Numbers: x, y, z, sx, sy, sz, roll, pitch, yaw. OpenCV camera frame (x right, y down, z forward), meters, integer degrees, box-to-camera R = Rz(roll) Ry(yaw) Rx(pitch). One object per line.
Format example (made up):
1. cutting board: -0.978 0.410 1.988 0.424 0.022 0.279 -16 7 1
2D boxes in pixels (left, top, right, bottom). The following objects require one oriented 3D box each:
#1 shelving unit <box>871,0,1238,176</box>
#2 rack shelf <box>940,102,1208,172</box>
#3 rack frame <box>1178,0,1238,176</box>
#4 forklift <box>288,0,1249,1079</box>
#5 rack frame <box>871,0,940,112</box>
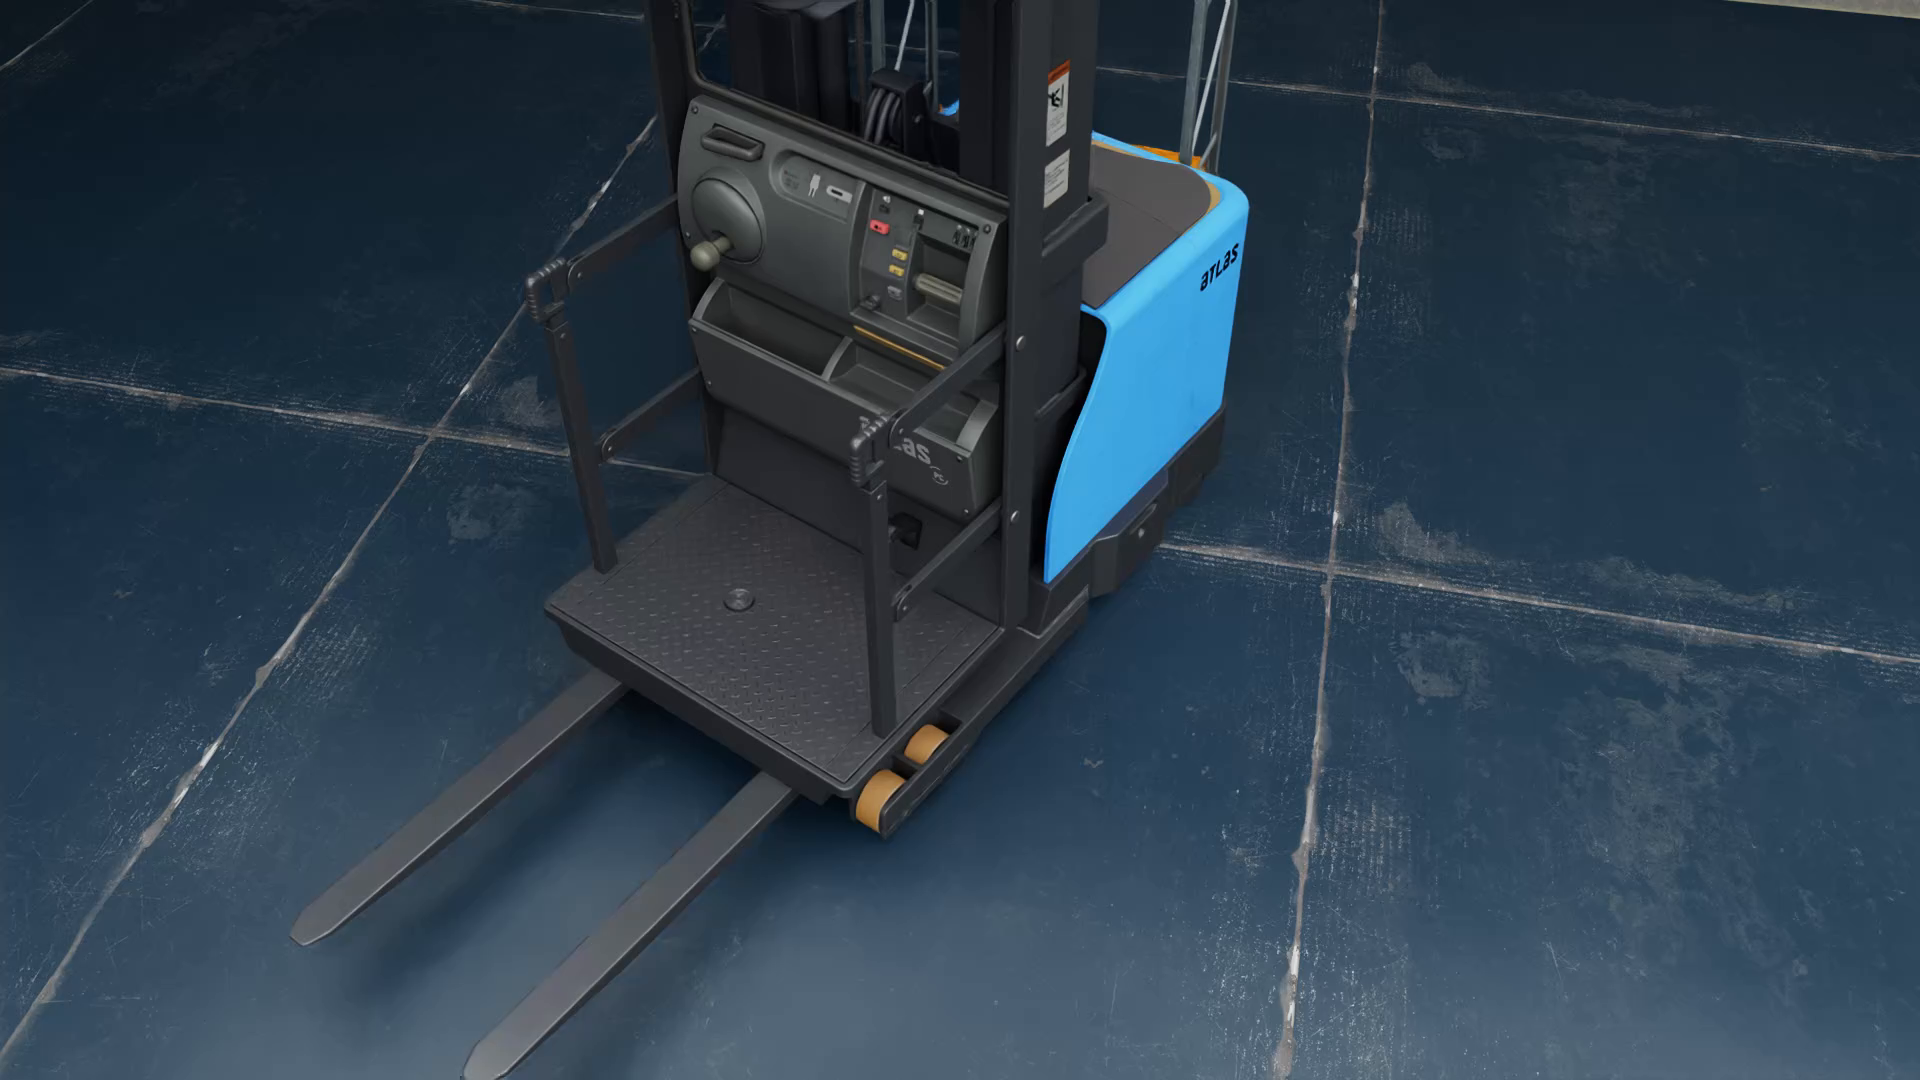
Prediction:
1. shelving unit: 0.310 -1.328 5.548 1.083 1.500 0.587 15 46 15
2. rack shelf: 0.302 -1.200 5.675 1.000 0.185 0.538 15 46 15
3. rack frame: 0.777 -1.205 5.420 0.032 1.500 0.500 15 46 15
4. forklift: -0.433 -0.665 3.828 1.130 2.935 3.031 27 50 25
5. rack frame: -0.173 -1.455 5.680 0.032 1.500 0.500 15 46 15
